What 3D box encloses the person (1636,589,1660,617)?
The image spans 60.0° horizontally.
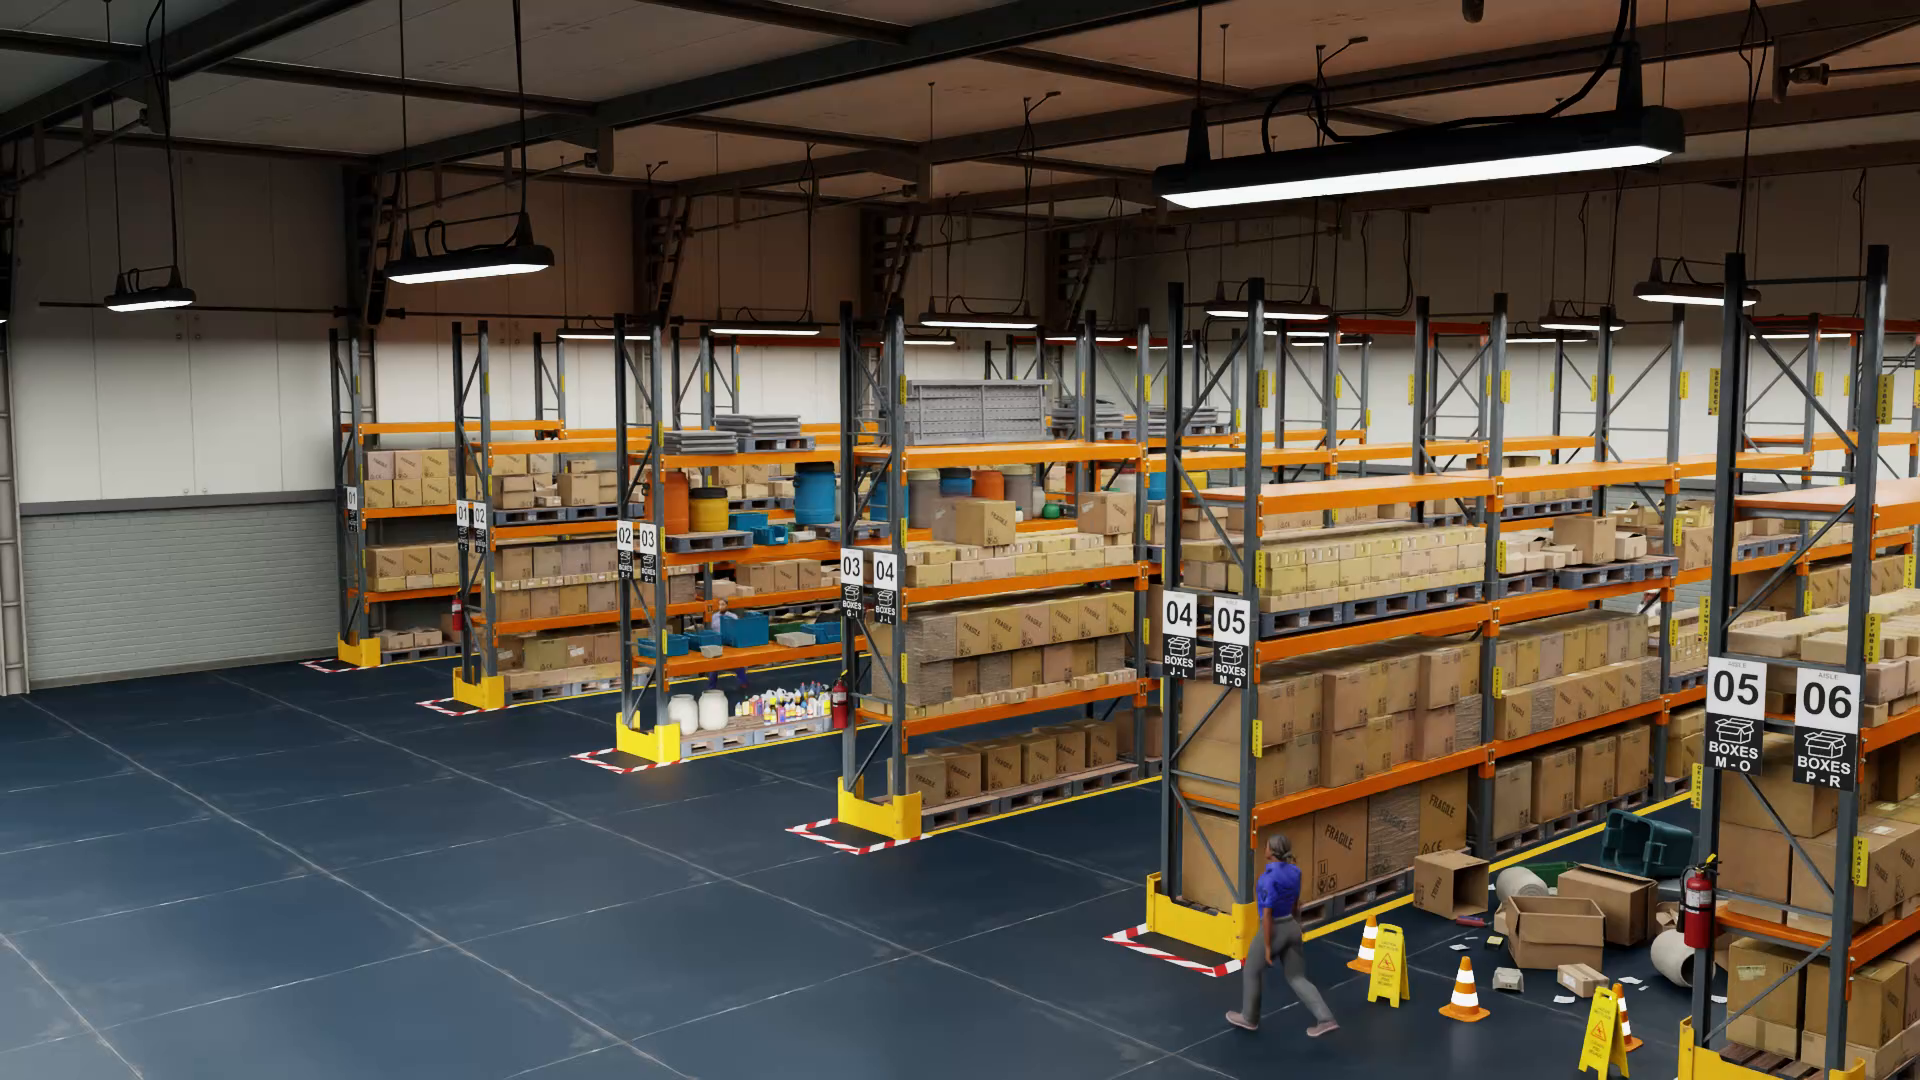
[{"bbox_3d":[11.356,1.564,27.398,0.906,1.663,0.565,-5,8,-41],"label":"person"}]

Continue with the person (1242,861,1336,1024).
[{"bbox_3d":[2.532,3.154,12.890,0.430,1.347,0.778,-5,7,-39],"label":"person"}]

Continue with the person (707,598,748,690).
[{"bbox_3d":[-3.764,1.682,26.847,0.533,1.540,0.894,2,6,22],"label":"person"}]
